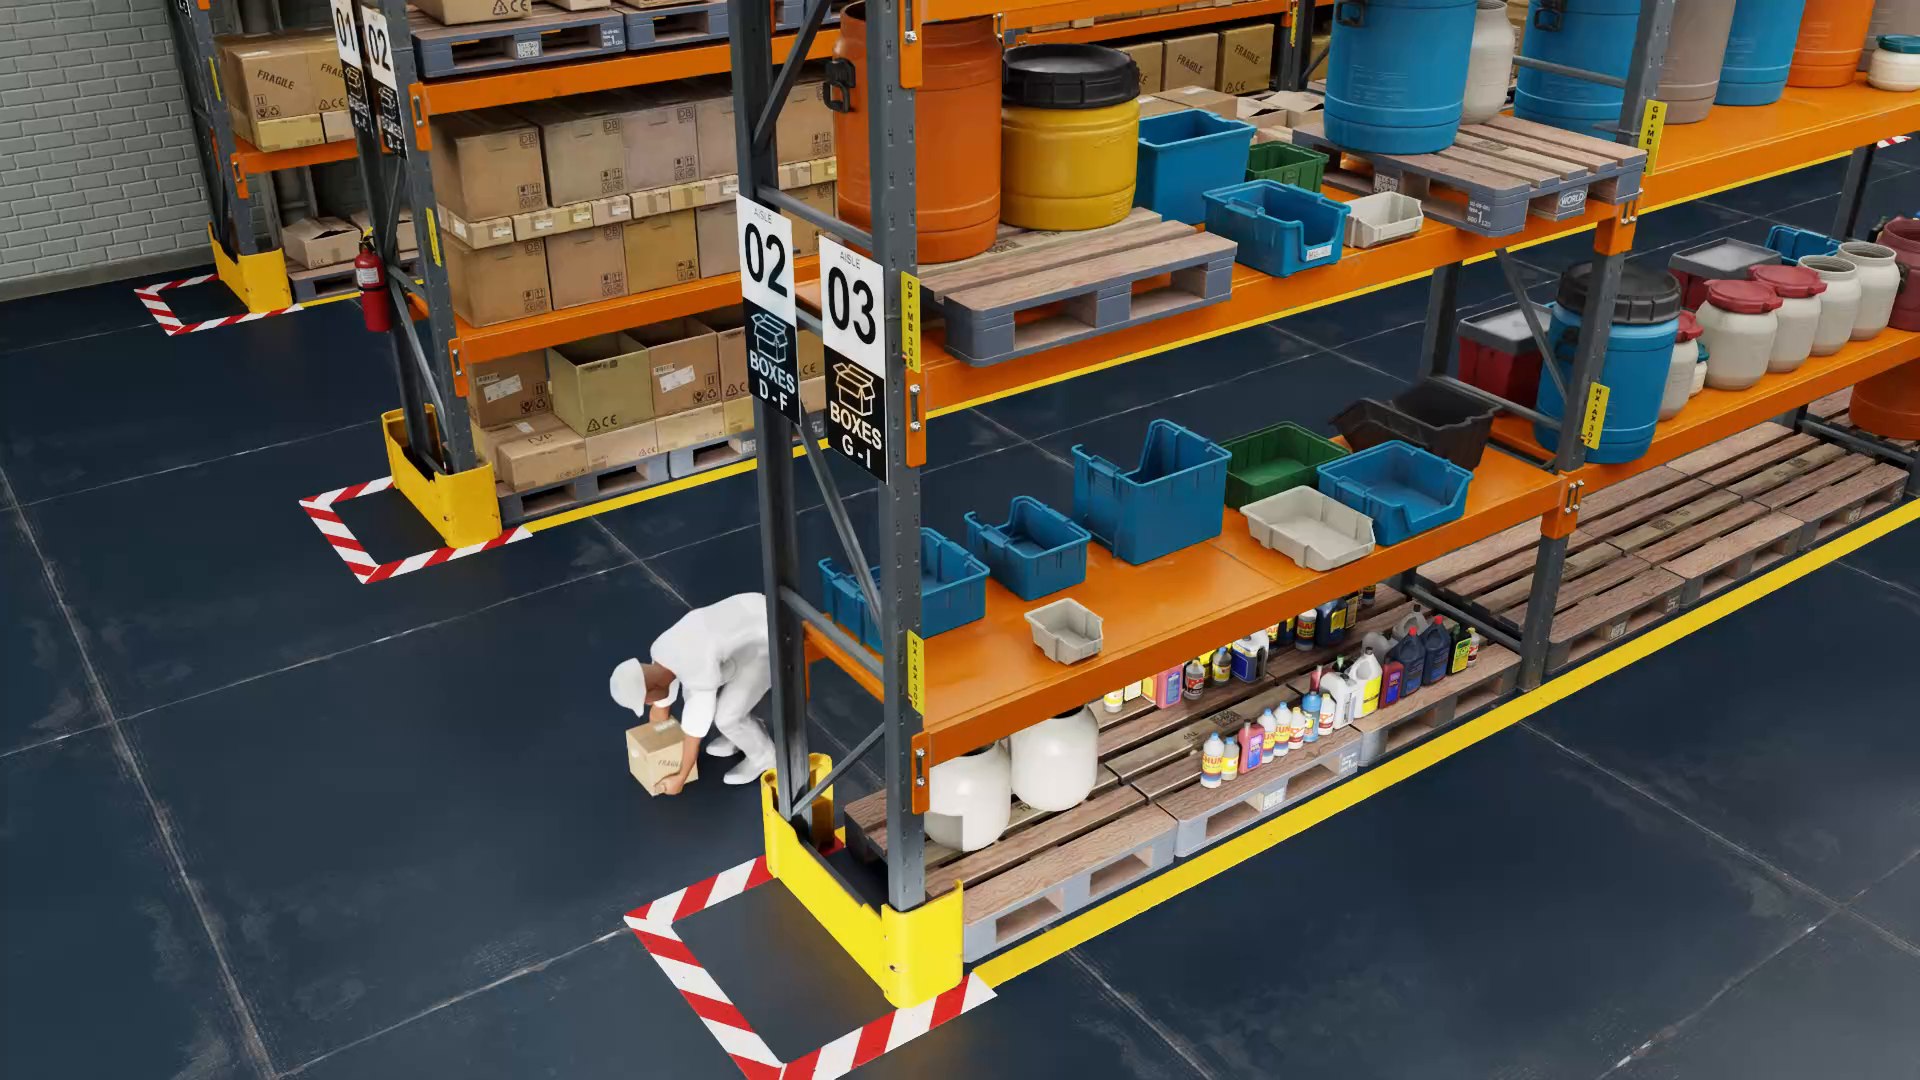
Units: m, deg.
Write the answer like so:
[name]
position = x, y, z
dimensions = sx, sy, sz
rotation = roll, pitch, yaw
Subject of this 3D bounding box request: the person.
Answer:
[person]
position = -1.222, 0.758, 8.122
dimensions = 0.976, 0.907, 0.547
rotation = -20, 34, -33
